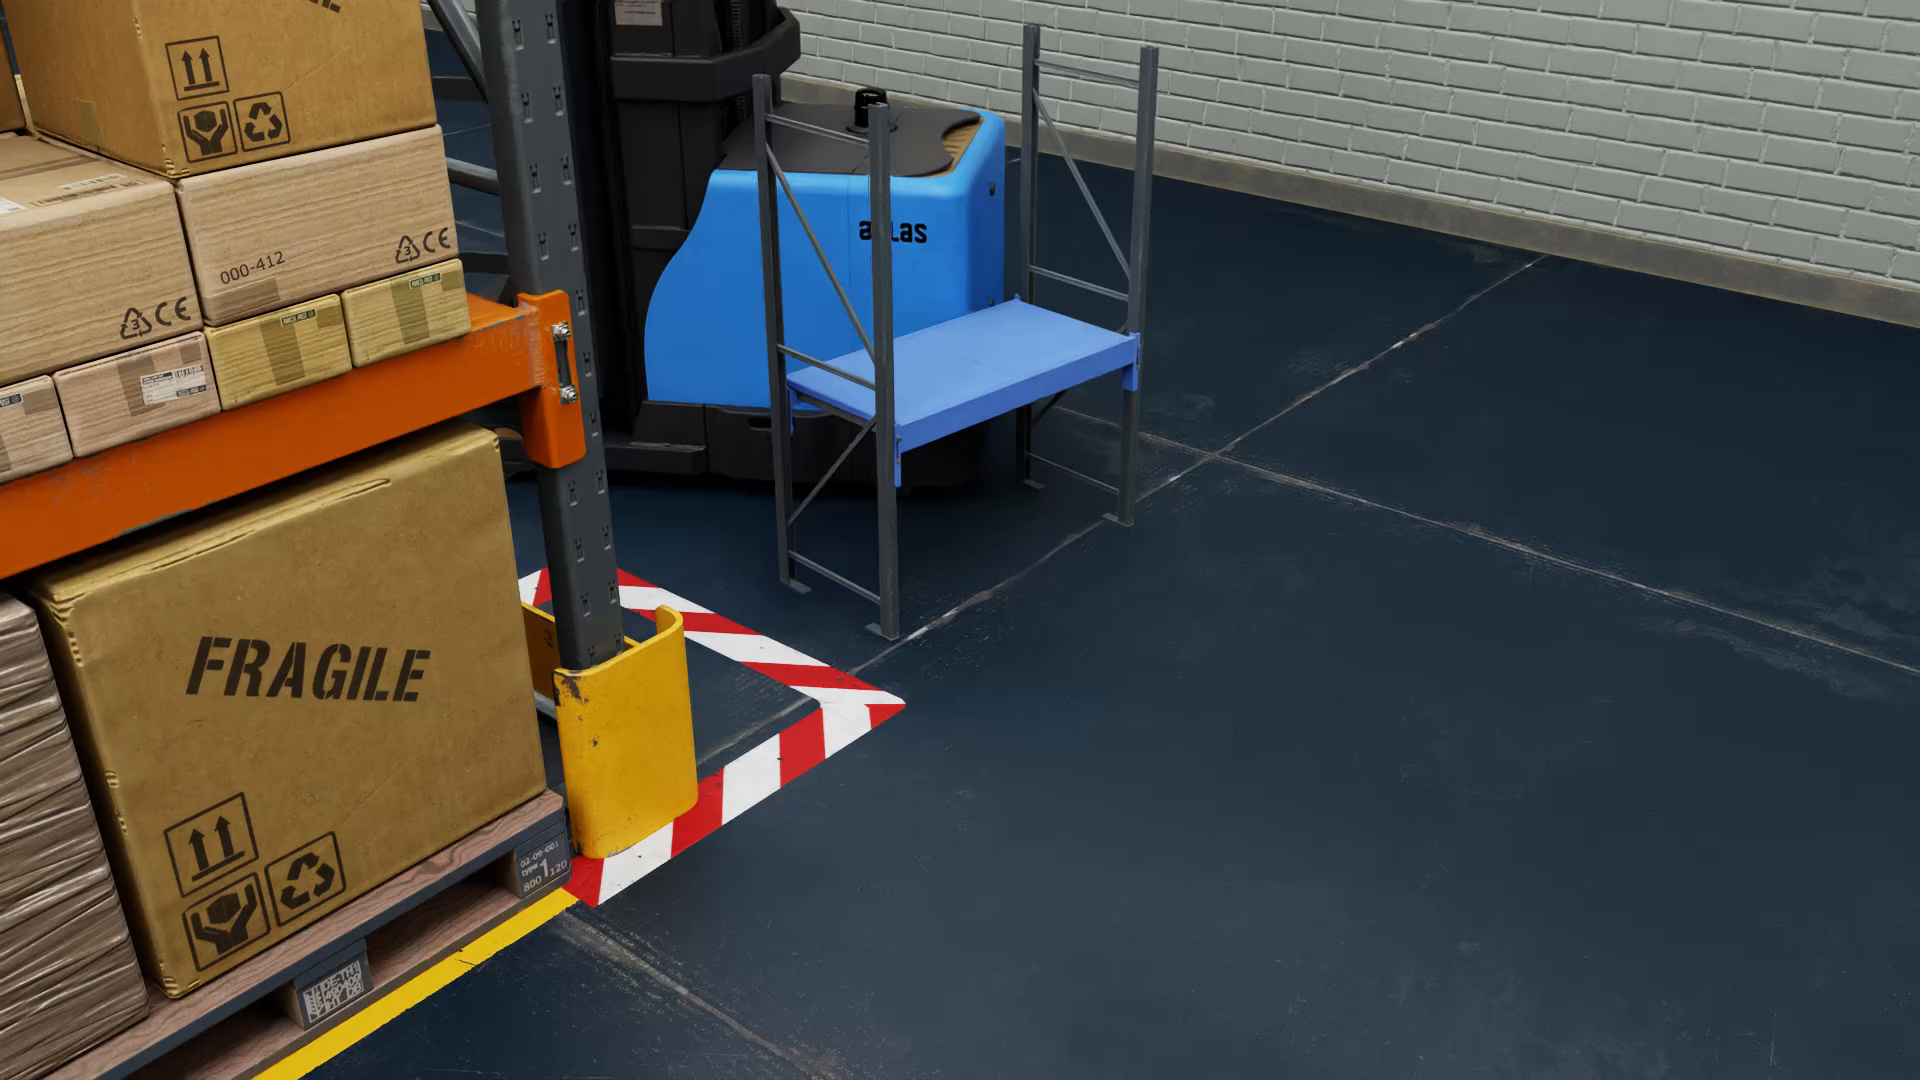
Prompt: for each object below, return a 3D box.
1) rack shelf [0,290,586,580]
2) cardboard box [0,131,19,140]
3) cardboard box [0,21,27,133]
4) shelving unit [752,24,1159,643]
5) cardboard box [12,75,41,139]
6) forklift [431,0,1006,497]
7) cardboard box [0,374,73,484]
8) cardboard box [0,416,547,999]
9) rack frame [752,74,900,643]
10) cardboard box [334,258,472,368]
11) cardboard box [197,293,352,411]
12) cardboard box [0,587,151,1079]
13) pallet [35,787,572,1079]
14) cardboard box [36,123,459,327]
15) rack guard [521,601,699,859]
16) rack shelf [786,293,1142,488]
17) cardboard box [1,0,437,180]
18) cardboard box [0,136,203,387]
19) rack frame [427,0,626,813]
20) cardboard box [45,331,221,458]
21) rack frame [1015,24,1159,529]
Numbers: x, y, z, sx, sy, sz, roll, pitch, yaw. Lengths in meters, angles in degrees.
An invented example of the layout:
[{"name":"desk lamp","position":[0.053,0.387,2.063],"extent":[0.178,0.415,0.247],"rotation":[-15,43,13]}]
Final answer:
[{"name":"rack shelf","position":[-2.456,0.220,2.342],"extent":[1.077,0.370,4.000],"rotation":[21,34,34]},{"name":"cardboard box","position":[-2.023,-0.596,2.978],"extent":[0.500,0.250,0.500],"rotation":[20,34,34]},{"name":"cardboard box","position":[-2.015,-0.938,2.823],"extent":[0.500,0.500,0.500],"rotation":[20,33,33]},{"name":"shelving unit","position":[0.008,-0.626,4.828],"extent":[1.048,1.500,0.538],"rotation":[-24,36,-38]},{"name":"cardboard box","position":[-1.697,-0.783,3.338],"extent":[0.500,0.250,0.500],"rotation":[20,33,33]},{"name":"forklift","position":[-1.391,-1.748,5.439],"extent":[3.031,2.935,1.130],"rotation":[4,28,8]},{"name":"cardboard box","position":[-1.641,-0.204,2.654],"extent":[0.380,0.149,0.250],"rotation":[21,34,35]},{"name":"cardboard box","position":[-1.529,0.199,3.456],"extent":[0.875,0.875,0.875],"rotation":[21,34,34]},{"name":"rack frame","position":[-0.357,-0.463,4.513],"extent":[0.032,1.500,0.500],"rotation":[-24,36,-38]},{"name":"cardboard box","position":[-1.156,-0.474,3.176],"extent":[0.380,0.149,0.250],"rotation":[22,34,35]},{"name":"cardboard box","position":[-1.320,-0.382,2.996],"extent":[0.380,0.149,0.250],"rotation":[21,34,35]},{"name":"cardboard box","position":[-2.108,0.522,2.832],"extent":[0.875,0.875,0.875],"rotation":[21,34,34]},{"name":"pallet","position":[-1.632,0.737,3.596],"extent":[1.003,0.211,1.213],"rotation":[21,34,34]},{"name":"cardboard box","position":[-1.287,-0.624,3.032],"extent":[0.500,0.250,0.500],"rotation":[20,33,34]},{"name":"rack guard","position":[-1.168,0.293,4.139],"extent":[1.175,0.500,0.348],"rotation":[21,34,34]},{"name":"rack shelf","position":[0.008,-0.466,4.910],"extent":[1.000,0.185,0.538],"rotation":[-24,36,-38]},{"name":"cardboard box","position":[-1.291,-0.957,2.859],"extent":[0.500,0.500,0.500],"rotation":[21,34,35]},{"name":"cardboard box","position":[-1.610,-0.445,2.685],"extent":[0.500,0.250,0.500],"rotation":[20,33,34]},{"name":"rack frame","position":[-1.183,-0.808,3.548],"extent":[1.000,3.000,0.127],"rotation":[21,34,34]},{"name":"cardboard box","position":[-1.481,-0.292,2.824],"extent":[0.380,0.149,0.250],"rotation":[21,34,35]},{"name":"rack frame","position":[0.372,-0.789,5.143],"extent":[0.032,1.500,0.500],"rotation":[-24,36,-38]}]
